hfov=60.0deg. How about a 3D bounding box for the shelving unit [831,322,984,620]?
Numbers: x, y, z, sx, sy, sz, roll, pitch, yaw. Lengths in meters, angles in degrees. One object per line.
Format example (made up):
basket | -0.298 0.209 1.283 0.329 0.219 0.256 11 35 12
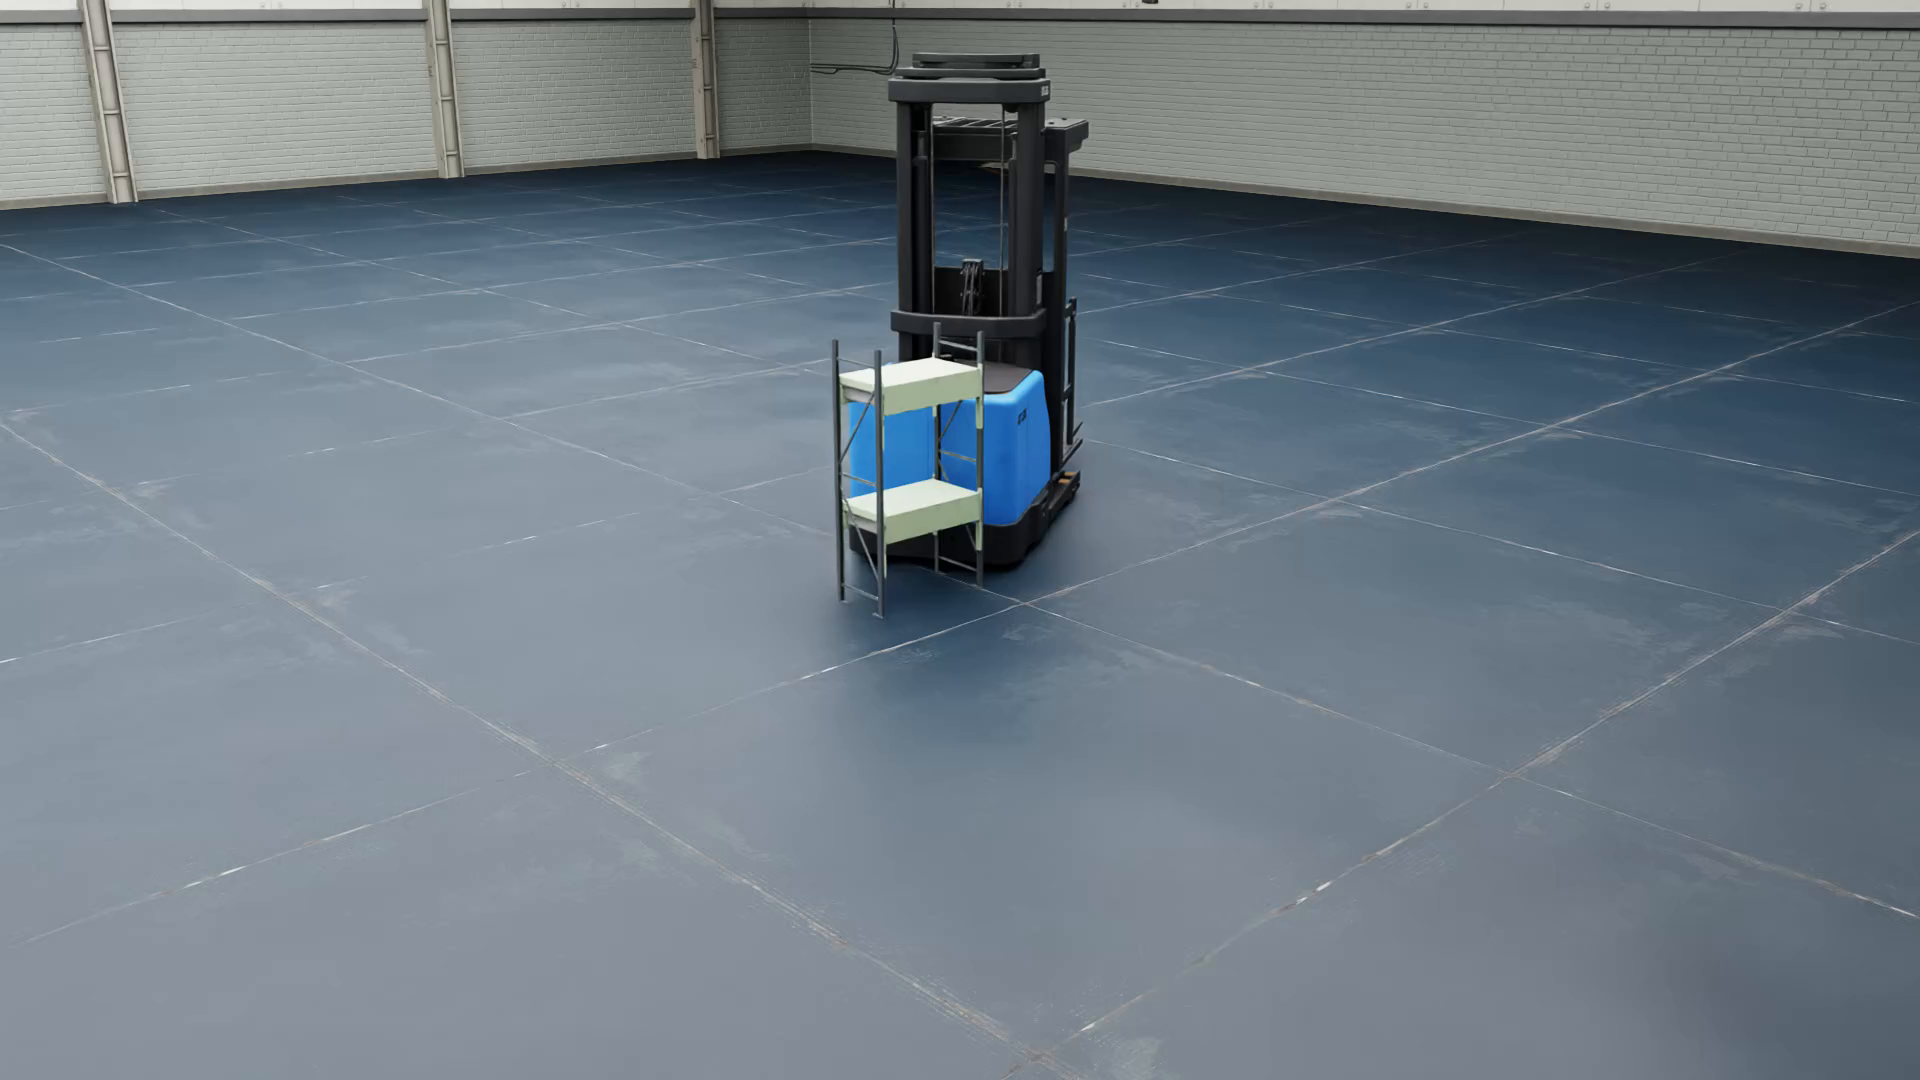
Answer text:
shelving unit | -0.280 -0.400 9.286 0.755 1.500 0.431 -15 24 -39

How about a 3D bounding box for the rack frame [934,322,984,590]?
rack frame | -0.008 -0.475 9.519 0.023 1.500 0.400 -15 24 -39

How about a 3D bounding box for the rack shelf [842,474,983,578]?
rack shelf | -0.280 -0.090 9.386 0.720 0.370 0.431 -15 24 -39

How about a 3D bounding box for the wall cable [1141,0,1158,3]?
wall cable | 4.115 -12.364 28.515 0.169 6.003 2.305 -16 24 -41

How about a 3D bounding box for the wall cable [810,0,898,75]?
wall cable | -2.396 -11.400 36.090 0.112 2.526 3.097 -16 24 -41

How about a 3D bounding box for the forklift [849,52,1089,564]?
forklift | 0.203 -1.667 10.873 1.130 2.935 3.031 5 19 14

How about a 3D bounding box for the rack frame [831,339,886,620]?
rack frame | -0.552 -0.324 9.053 0.023 1.500 0.400 -15 24 -39

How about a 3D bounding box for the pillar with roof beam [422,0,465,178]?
pillar with roof beam | -6.847 -10.313 27.703 0.400 9.000 9.100 -16 24 -41

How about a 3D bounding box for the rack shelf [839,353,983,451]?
rack shelf | -0.280 -0.771 9.165 0.720 0.370 0.431 -15 24 -39

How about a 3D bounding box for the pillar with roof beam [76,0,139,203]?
pillar with roof beam | -11.206 -9.042 23.782 0.400 9.000 9.100 -16 24 -41

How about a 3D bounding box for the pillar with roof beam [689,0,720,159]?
pillar with roof beam | -2.487 -11.585 31.624 0.400 9.000 9.100 -16 24 -41
